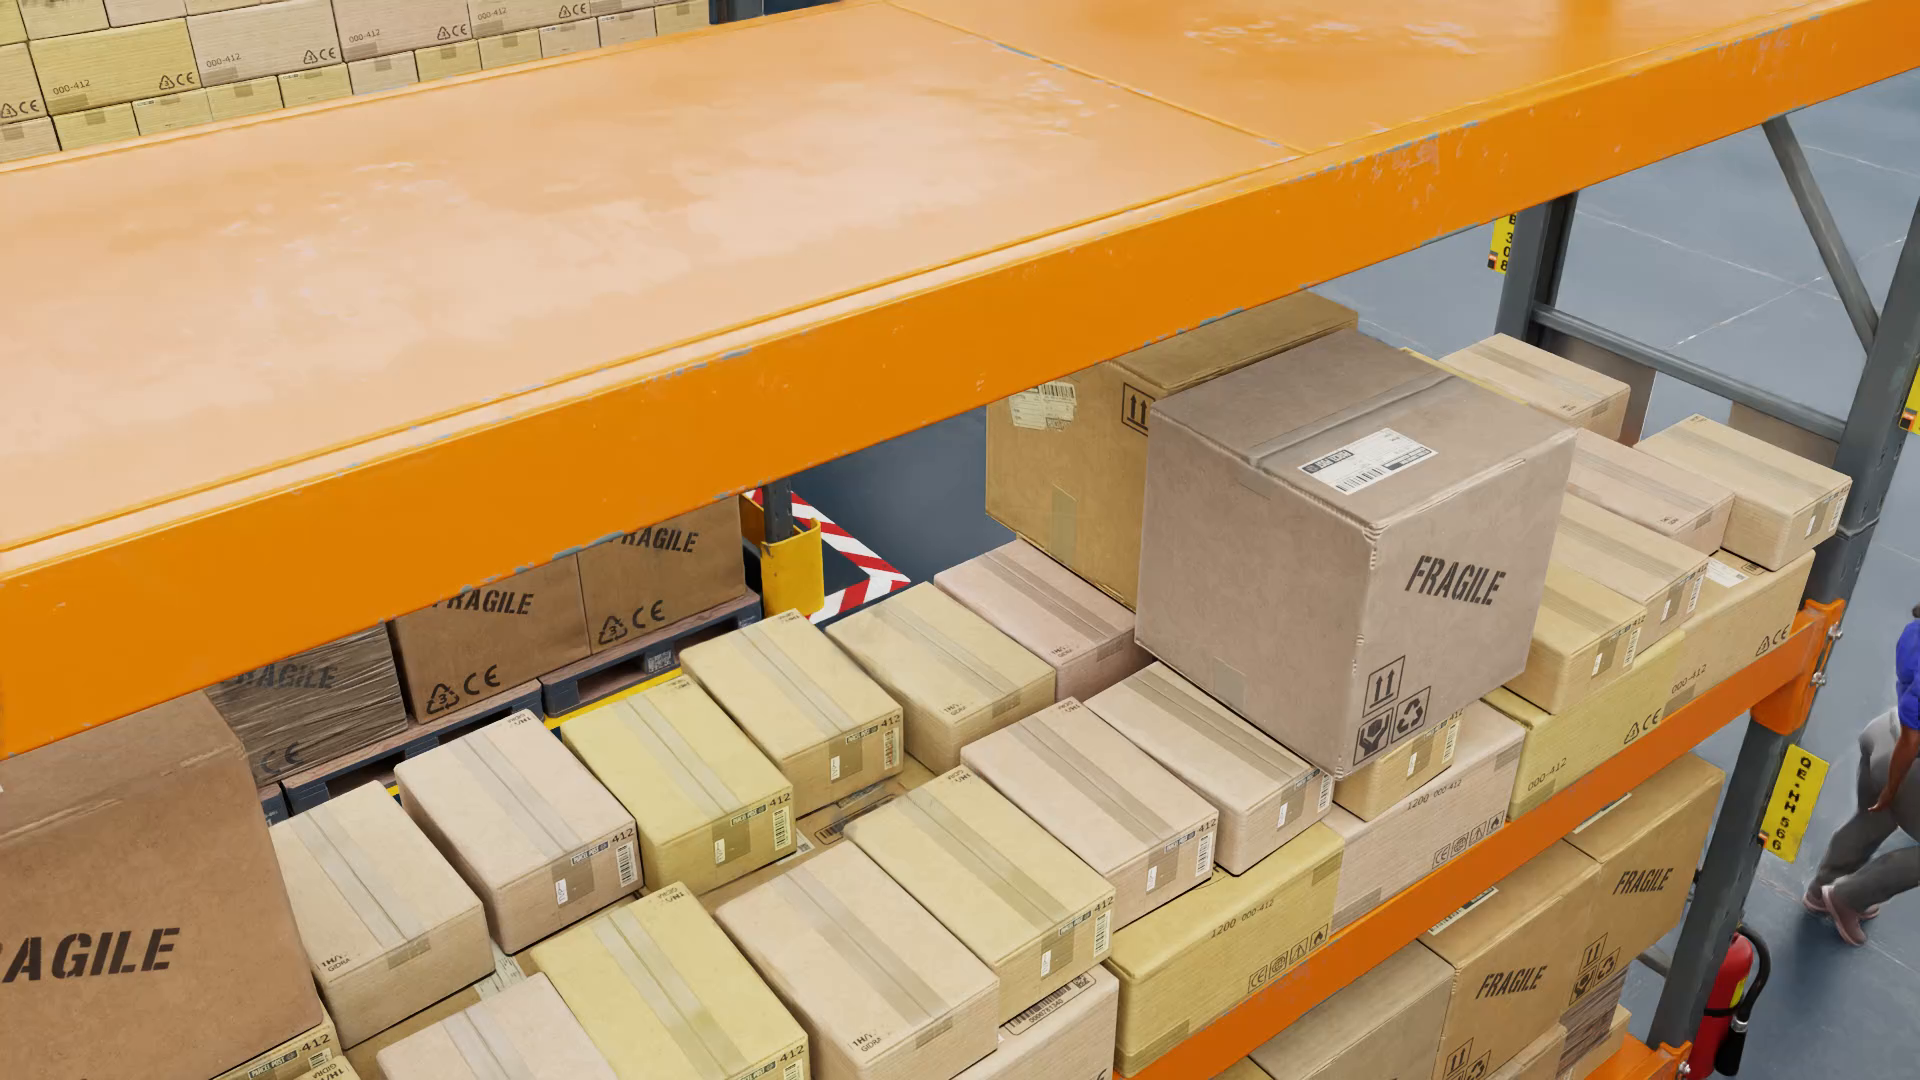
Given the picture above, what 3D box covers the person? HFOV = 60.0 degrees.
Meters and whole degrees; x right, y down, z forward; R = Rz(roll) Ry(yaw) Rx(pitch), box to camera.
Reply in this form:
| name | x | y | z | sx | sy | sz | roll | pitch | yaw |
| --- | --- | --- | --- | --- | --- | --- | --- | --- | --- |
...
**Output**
| name | x | y | z | sx | sy | sz | roll | pitch | yaw |
| --- | --- | --- | --- | --- | --- | --- | --- | --- | --- |
| person | 3.689 | 0.868 | 6.400 | 0.424 | 1.668 | 0.454 | 9 | 33 | 14 |
